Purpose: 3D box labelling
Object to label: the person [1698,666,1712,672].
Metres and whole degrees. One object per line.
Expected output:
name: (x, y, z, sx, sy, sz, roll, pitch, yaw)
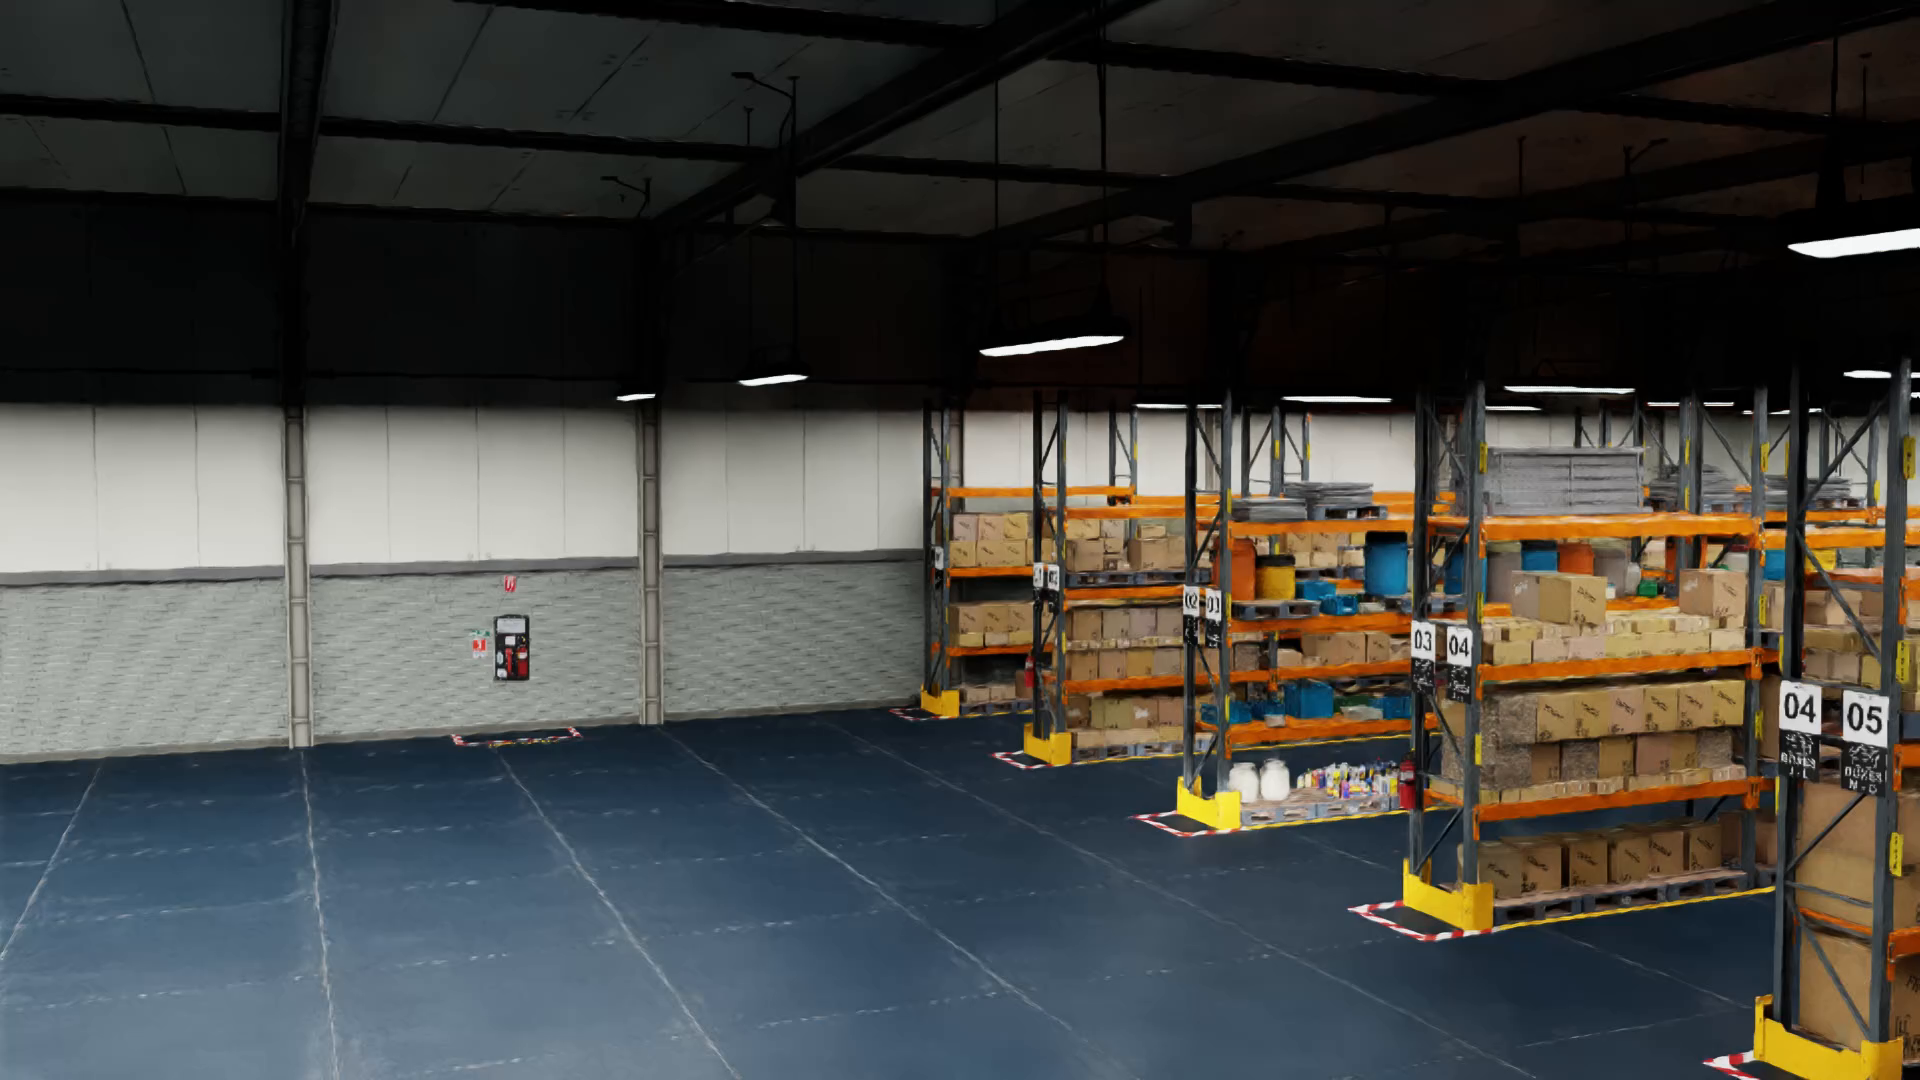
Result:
person: (12.632, 2.702, 27.987, 0.649, 1.639, 0.622, -1, 4, -17)
